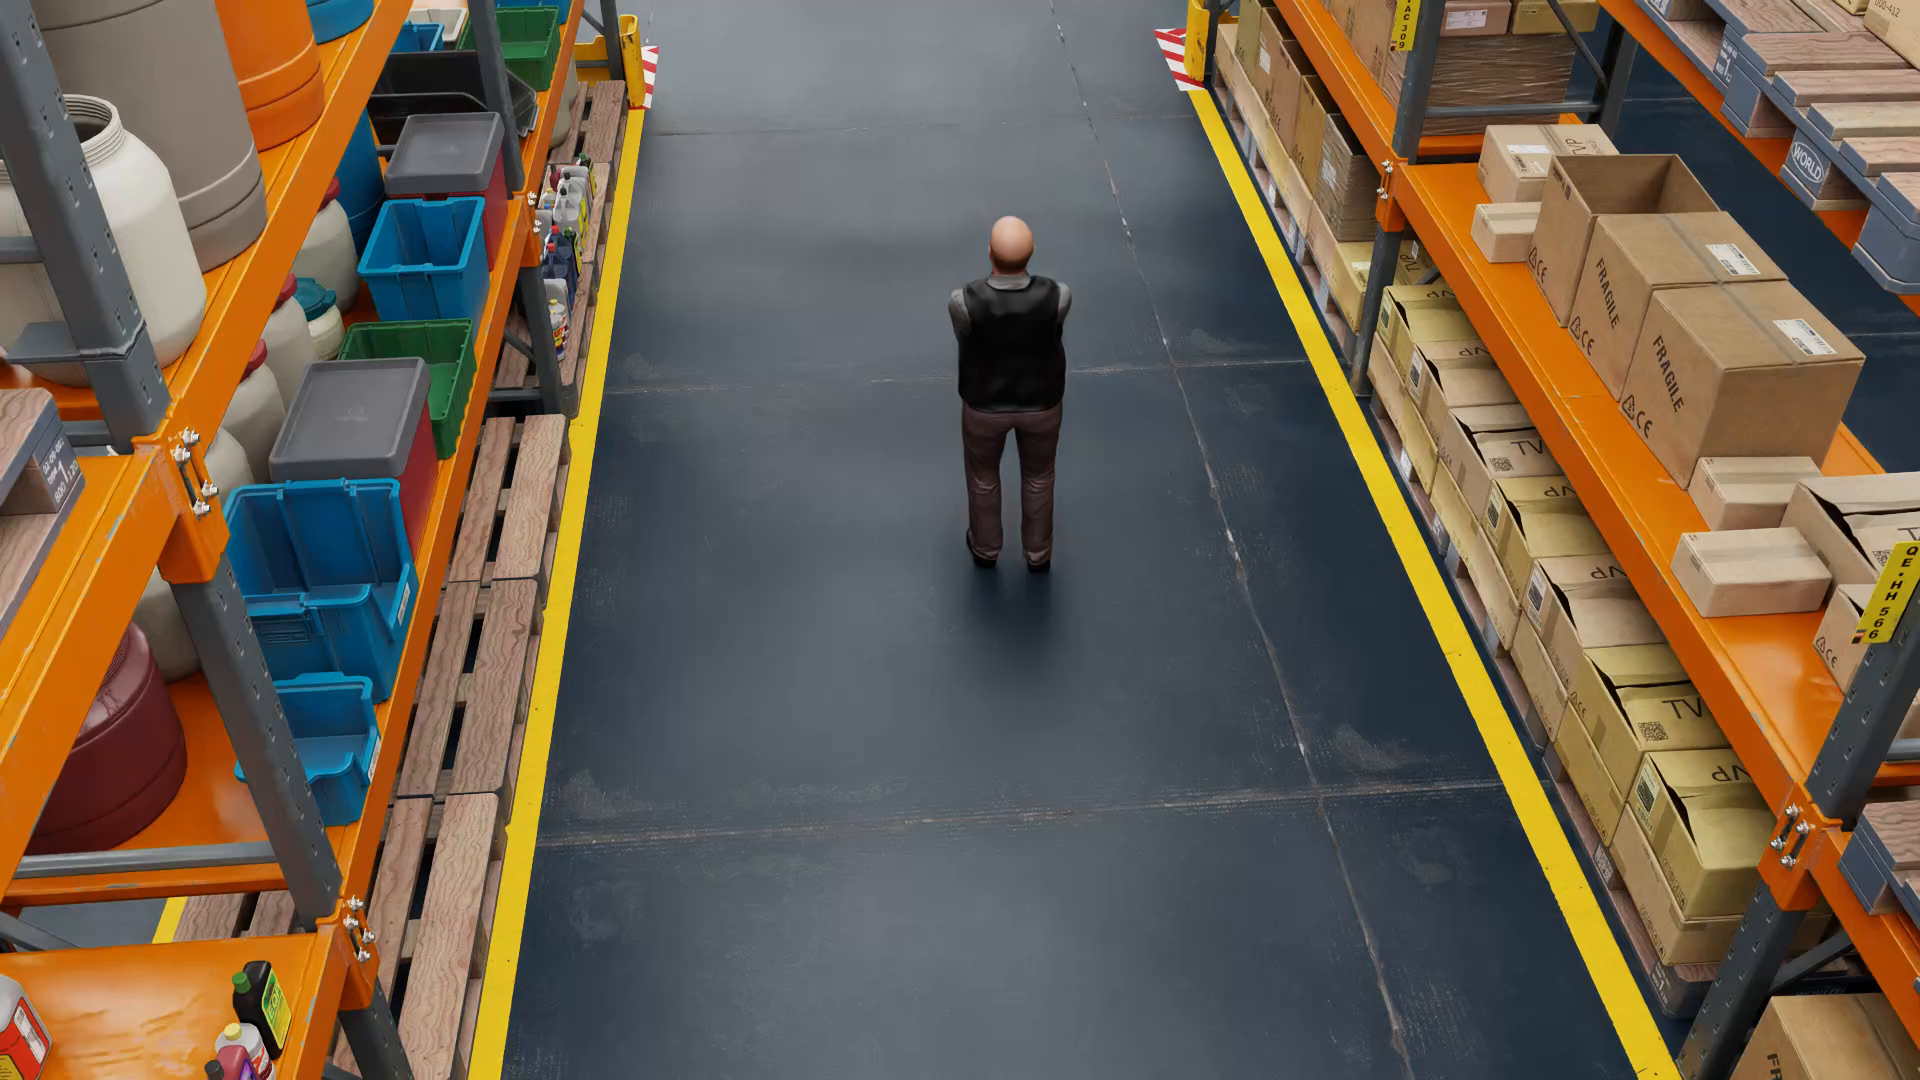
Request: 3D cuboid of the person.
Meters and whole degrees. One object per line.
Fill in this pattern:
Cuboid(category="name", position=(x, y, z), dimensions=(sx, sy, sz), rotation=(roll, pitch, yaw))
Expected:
Cuboid(category="person", position=(0.189, -0.637, 6.970), dimensions=(0.494, 1.716, 0.554), rotation=(-3, 39, -3))
